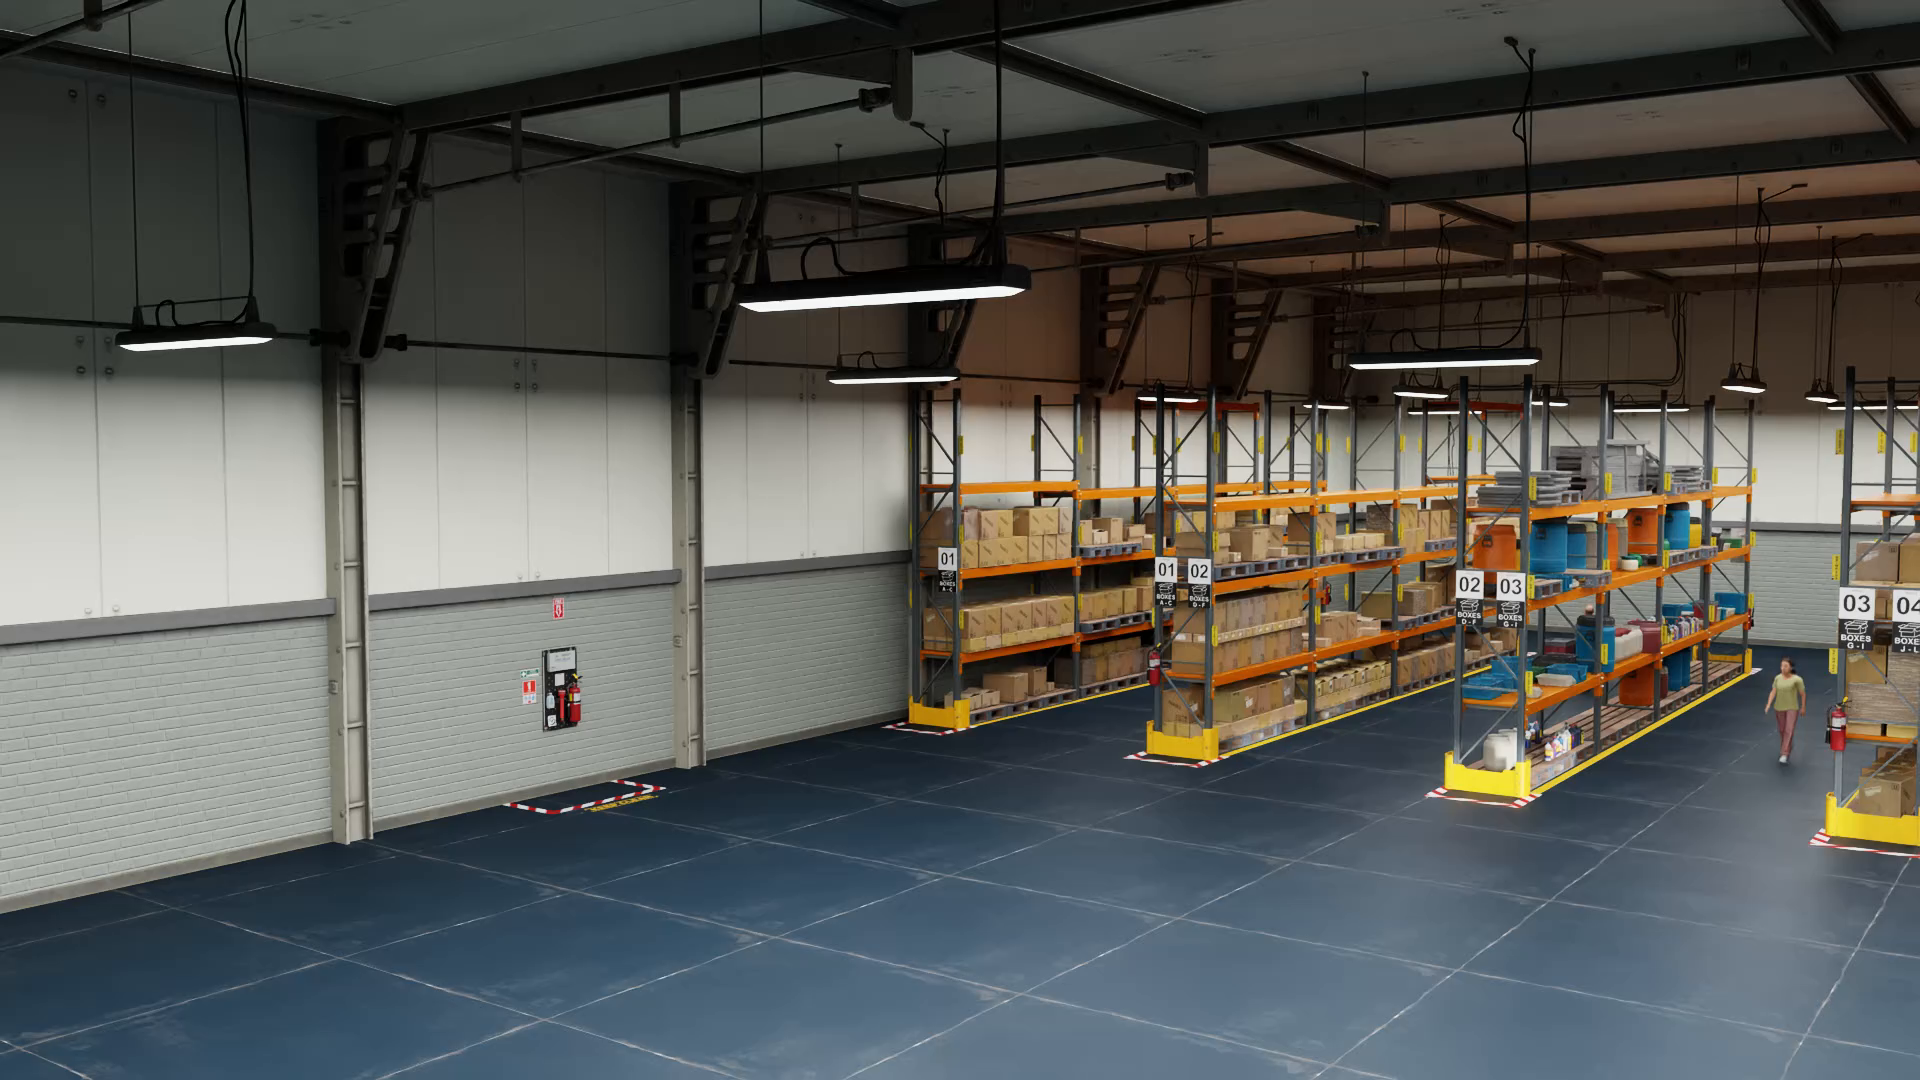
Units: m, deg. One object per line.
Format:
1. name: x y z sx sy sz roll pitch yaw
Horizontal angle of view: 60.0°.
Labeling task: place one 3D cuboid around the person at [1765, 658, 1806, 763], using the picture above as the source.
1. person: 13.073 2.672 26.332 0.543 1.603 1.060 3 4 38

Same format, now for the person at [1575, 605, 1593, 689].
1. person: 12.898 2.194 34.159 0.571 1.722 0.453 0 3 -5
